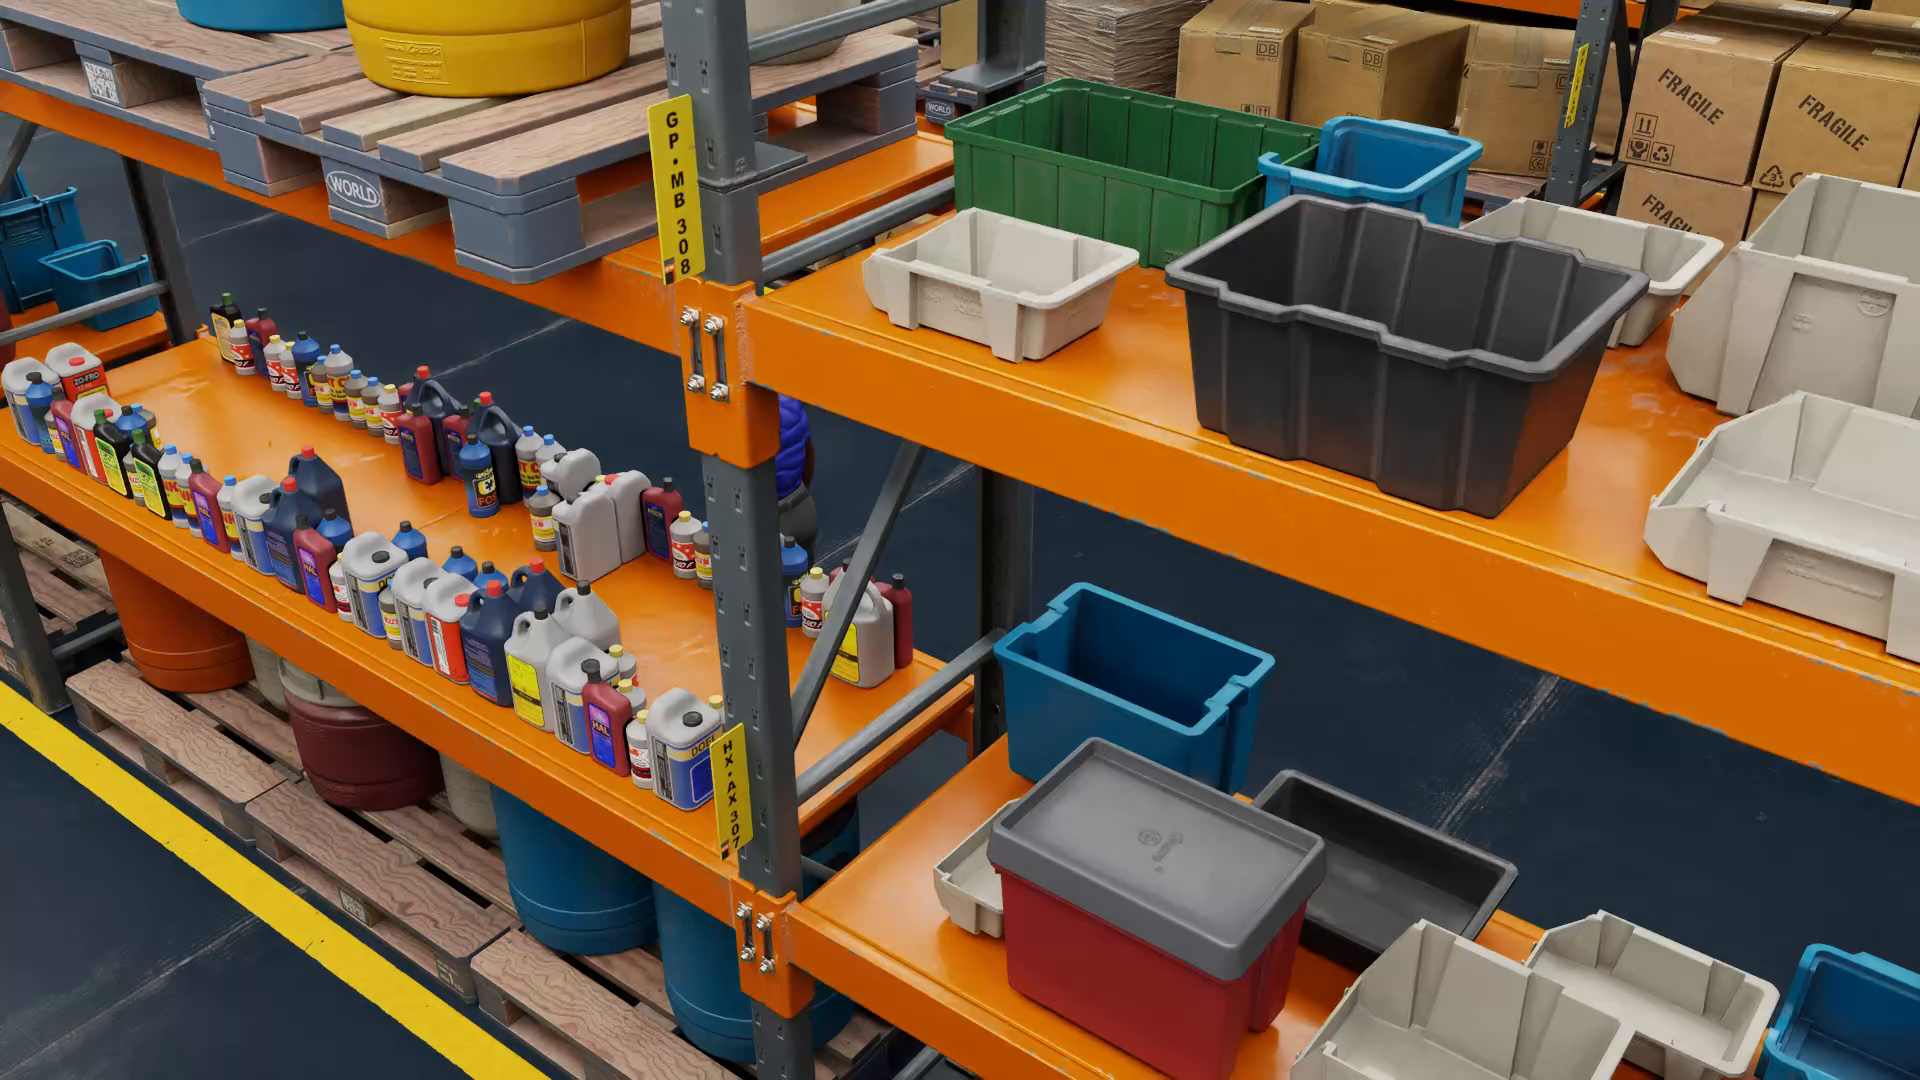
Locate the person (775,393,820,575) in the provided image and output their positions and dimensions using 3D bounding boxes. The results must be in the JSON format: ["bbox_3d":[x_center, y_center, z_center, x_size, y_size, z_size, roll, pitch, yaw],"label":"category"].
[{"bbox_3d":[-0.721,-0.061,6.240,0.352,1.654,0.489,21,37,30],"label":"person"}]
